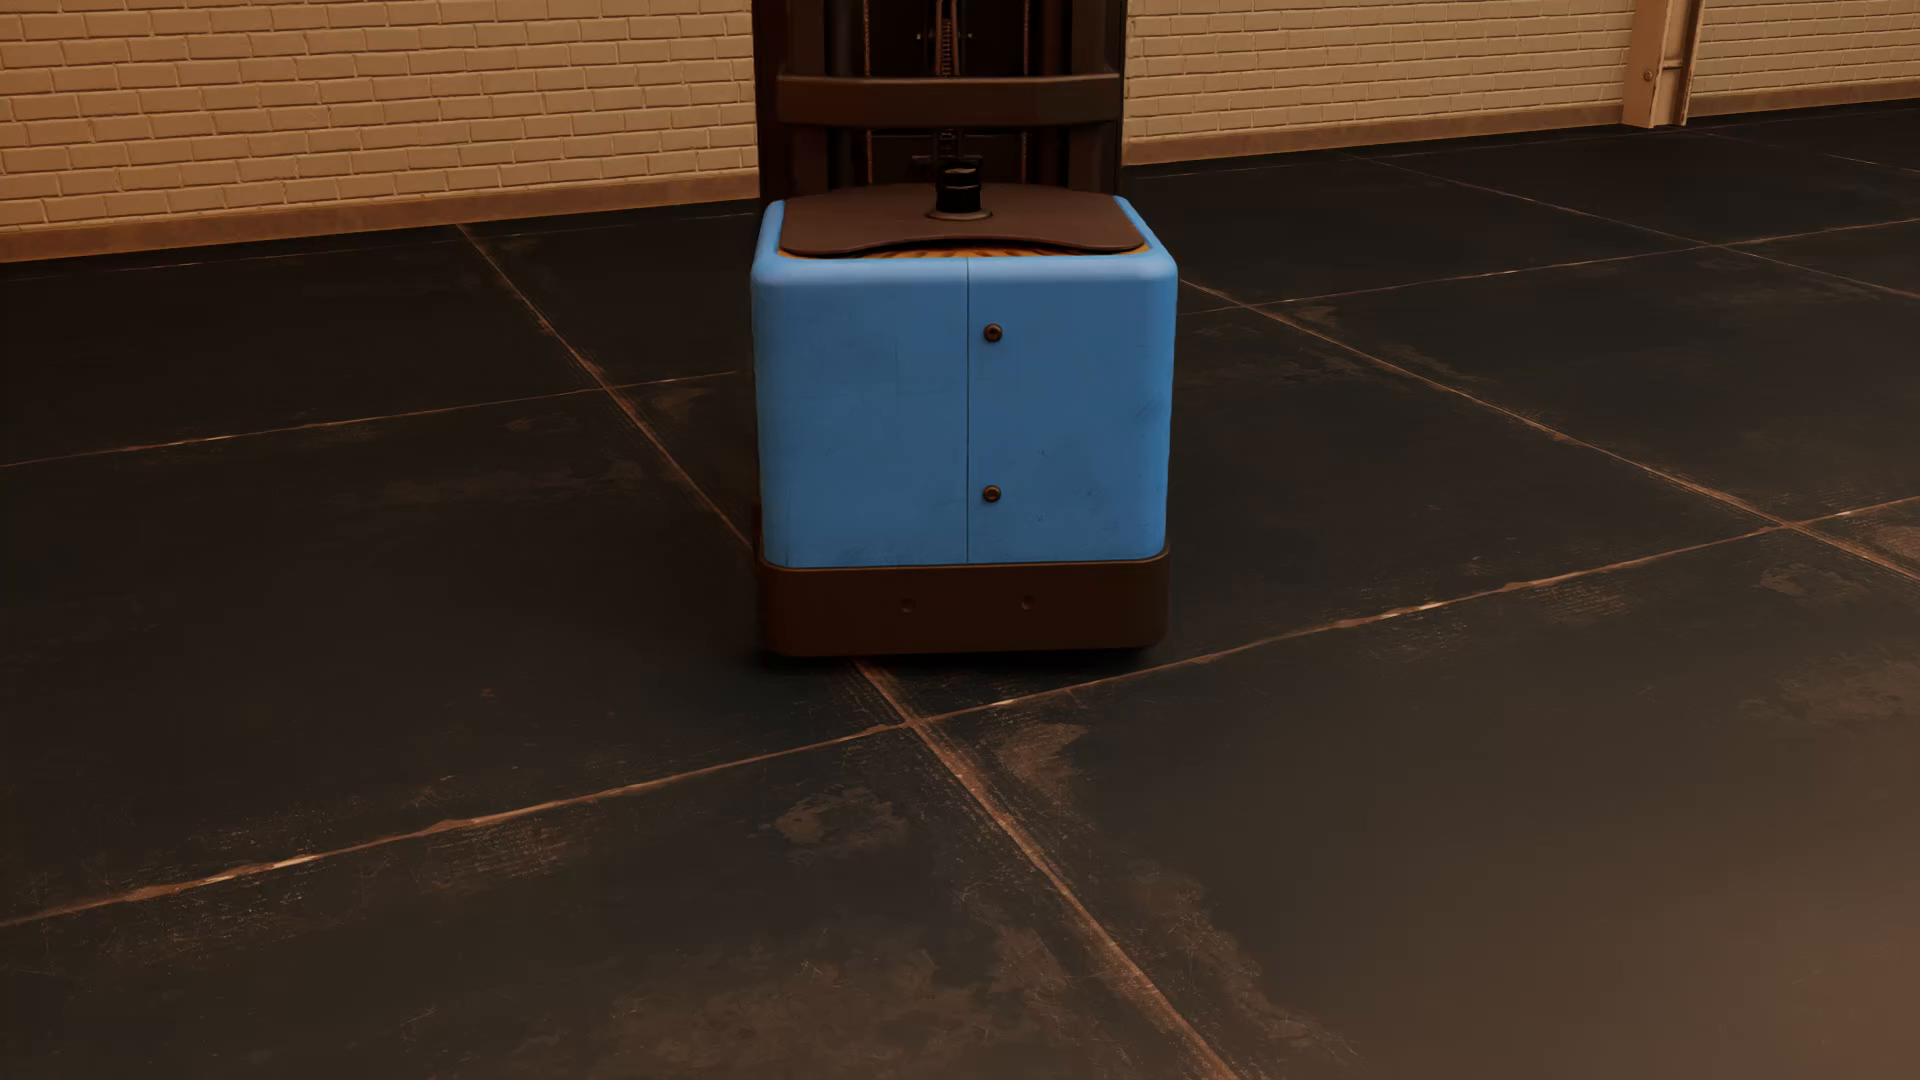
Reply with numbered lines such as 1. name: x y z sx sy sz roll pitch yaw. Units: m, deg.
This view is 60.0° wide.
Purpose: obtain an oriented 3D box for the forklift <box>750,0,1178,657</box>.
1. forklift: -0.076 -1.580 5.089 1.130 2.935 3.031 -1 23 -3
